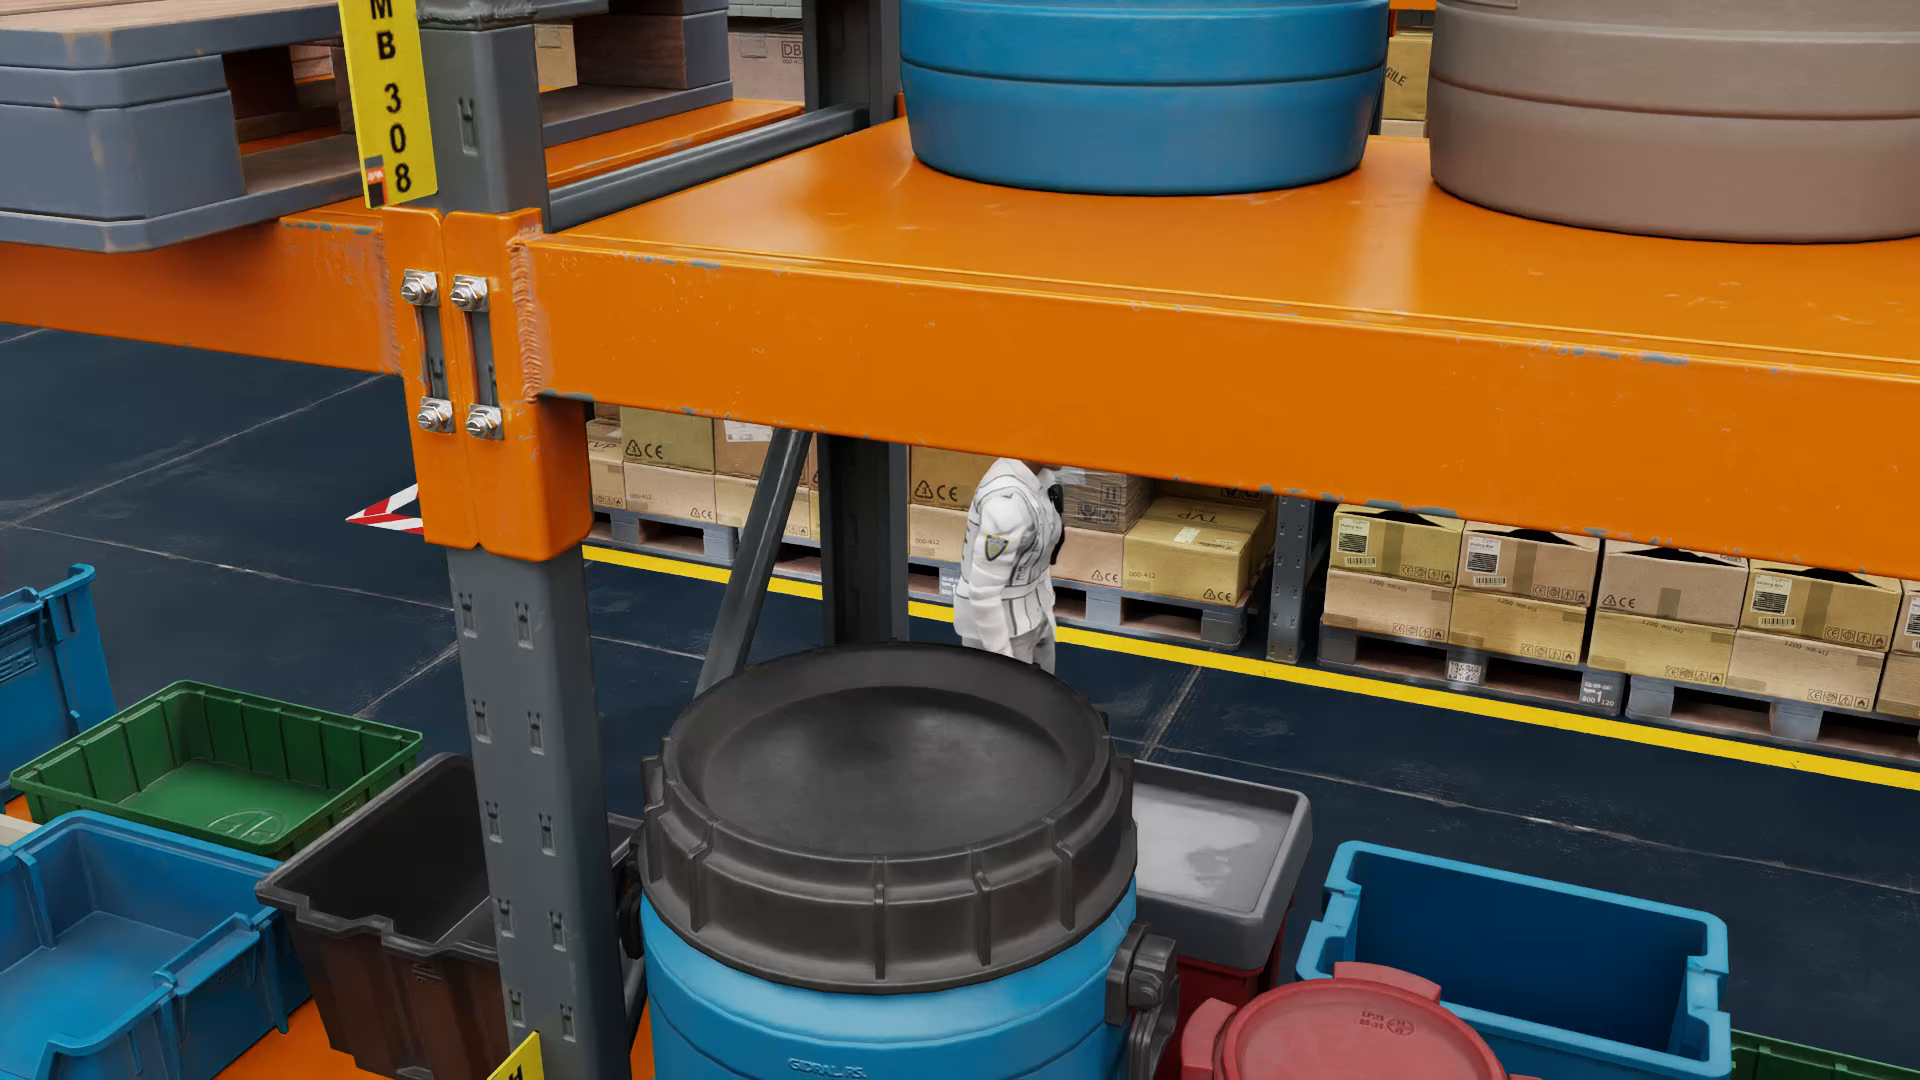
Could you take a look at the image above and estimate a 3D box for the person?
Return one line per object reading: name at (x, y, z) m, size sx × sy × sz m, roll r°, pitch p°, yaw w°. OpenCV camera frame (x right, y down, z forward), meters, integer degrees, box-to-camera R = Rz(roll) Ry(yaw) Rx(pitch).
person at (0.184, 0.306, 5.348) m, size 0.378 × 1.663 × 0.538 m, roll 8°, pitch 24°, yaw 19°
